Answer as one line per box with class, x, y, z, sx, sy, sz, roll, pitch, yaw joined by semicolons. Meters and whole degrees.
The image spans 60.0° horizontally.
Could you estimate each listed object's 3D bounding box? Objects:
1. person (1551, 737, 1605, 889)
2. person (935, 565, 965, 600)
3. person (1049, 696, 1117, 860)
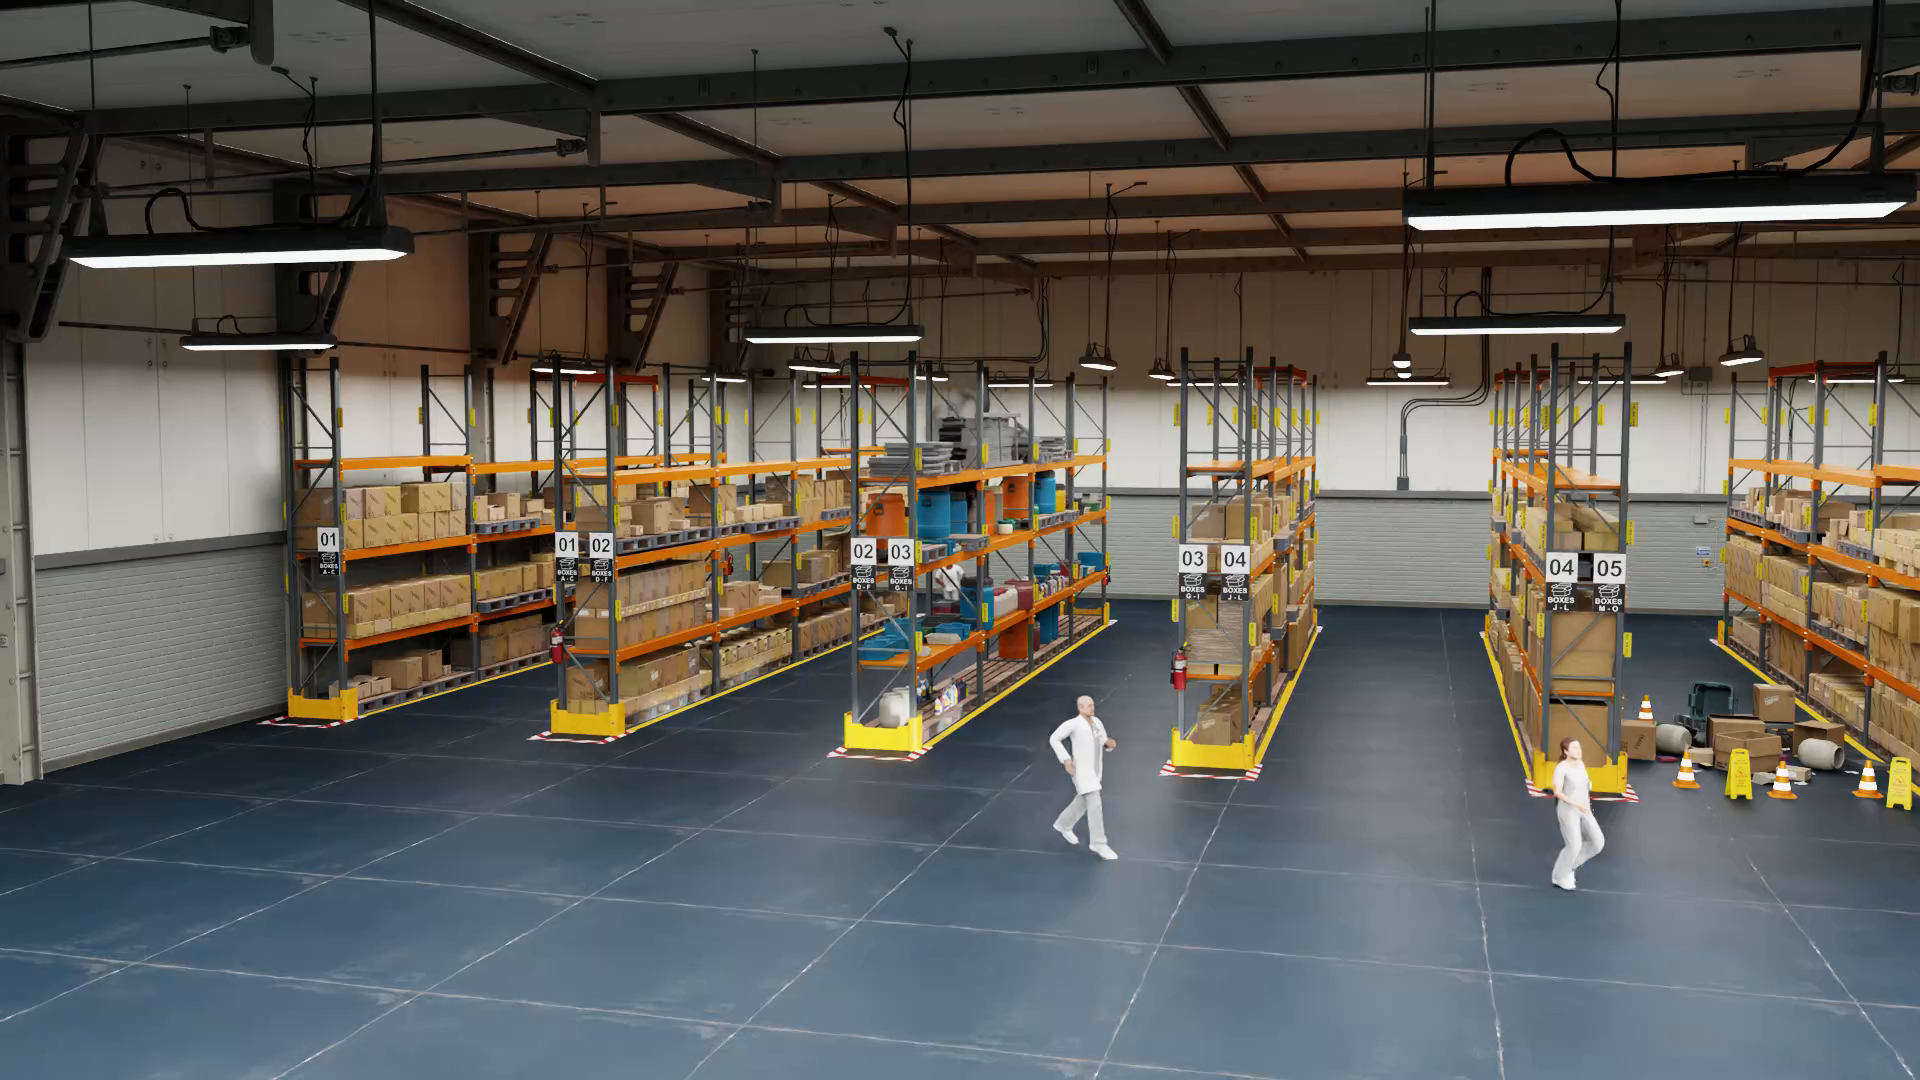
person;6.527;2.896;17.618;0.575;1.628;0.537;-3;5;-32
person;-0.248;1.200;39.960;0.733;1.718;0.520;0;4;3
person;1.446;2.713;19.125;0.977;1.763;0.686;3;5;39
